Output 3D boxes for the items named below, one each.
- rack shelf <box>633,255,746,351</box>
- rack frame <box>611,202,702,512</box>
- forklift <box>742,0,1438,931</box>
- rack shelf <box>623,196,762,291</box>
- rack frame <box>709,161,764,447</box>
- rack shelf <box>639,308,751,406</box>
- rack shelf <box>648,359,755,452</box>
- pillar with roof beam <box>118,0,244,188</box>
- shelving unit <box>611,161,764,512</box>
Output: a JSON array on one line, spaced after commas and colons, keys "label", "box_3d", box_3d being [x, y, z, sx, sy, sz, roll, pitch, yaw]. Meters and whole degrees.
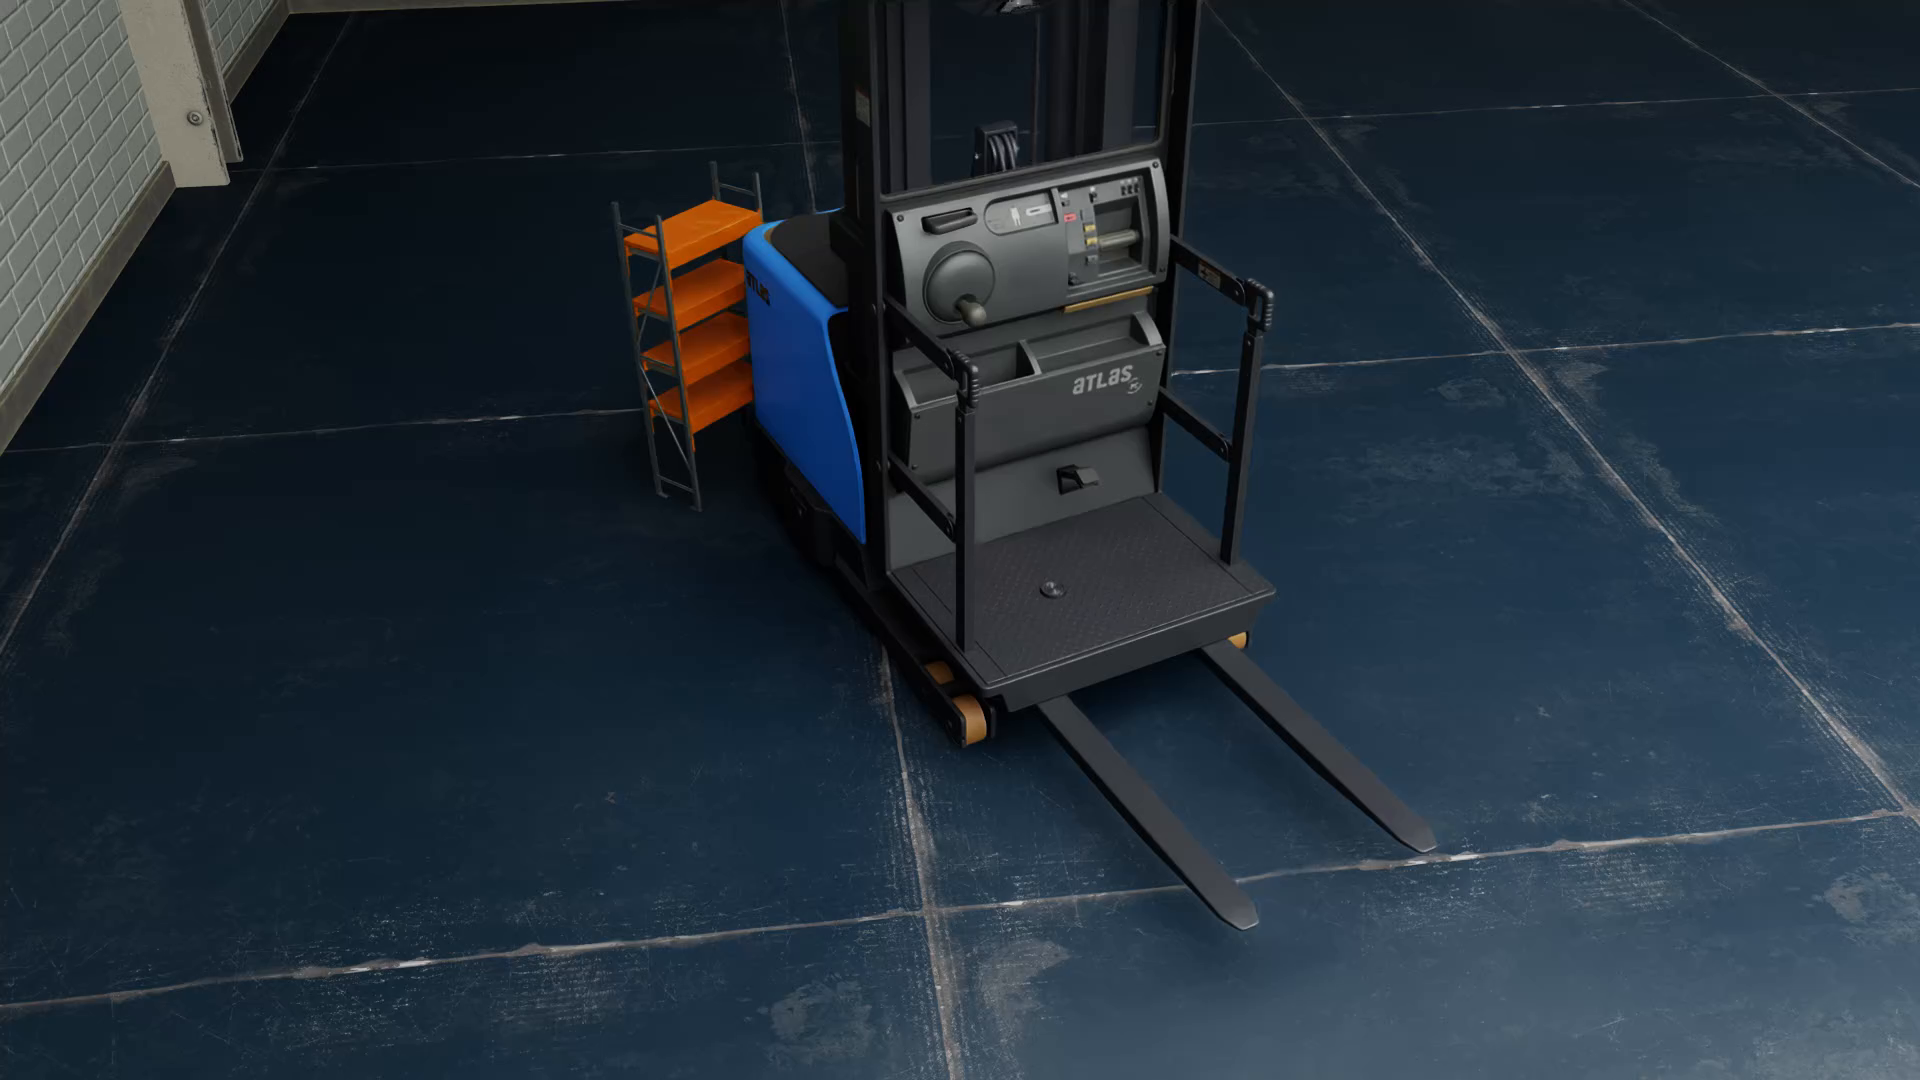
[{"label": "rack shelf", "box_3d": [-0.967, -0.890, 6.203, 0.258, 0.148, 0.480, 21, 40, 32]}, {"label": "rack frame", "box_3d": [-1.112, -0.650, 6.129, 0.240, 1.200, 0.015, 21, 40, 32]}, {"label": "forklift", "box_3d": [0.329, -0.846, 4.889, 1.130, 2.935, 3.031, -16, 38, -23]}, {"label": "rack shelf", "box_3d": [-0.976, -1.089, 6.076, 0.258, 0.148, 0.480, 21, 40, 32]}, {"label": "rack frame", "box_3d": [-0.812, -0.867, 6.447, 0.240, 1.200, 0.015, 21, 40, 32]}, {"label": "rack shelf", "box_3d": [-0.960, -0.702, 6.324, 0.258, 0.148, 0.480, 21, 40, 32]}, {"label": "rack shelf", "box_3d": [-0.953, -0.535, 6.431, 0.258, 0.148, 0.480, 21, 40, 32]}, {"label": "pillar with roof beam", "box_3d": [0.079, -6.088, 7.193, 9.100, 9.000, 0.400, -4, 35, -6]}, {"label": "shelving unit", "box_3d": [-0.962, -0.759, 6.288, 0.258, 1.200, 0.503, 21, 40, 32]}]
